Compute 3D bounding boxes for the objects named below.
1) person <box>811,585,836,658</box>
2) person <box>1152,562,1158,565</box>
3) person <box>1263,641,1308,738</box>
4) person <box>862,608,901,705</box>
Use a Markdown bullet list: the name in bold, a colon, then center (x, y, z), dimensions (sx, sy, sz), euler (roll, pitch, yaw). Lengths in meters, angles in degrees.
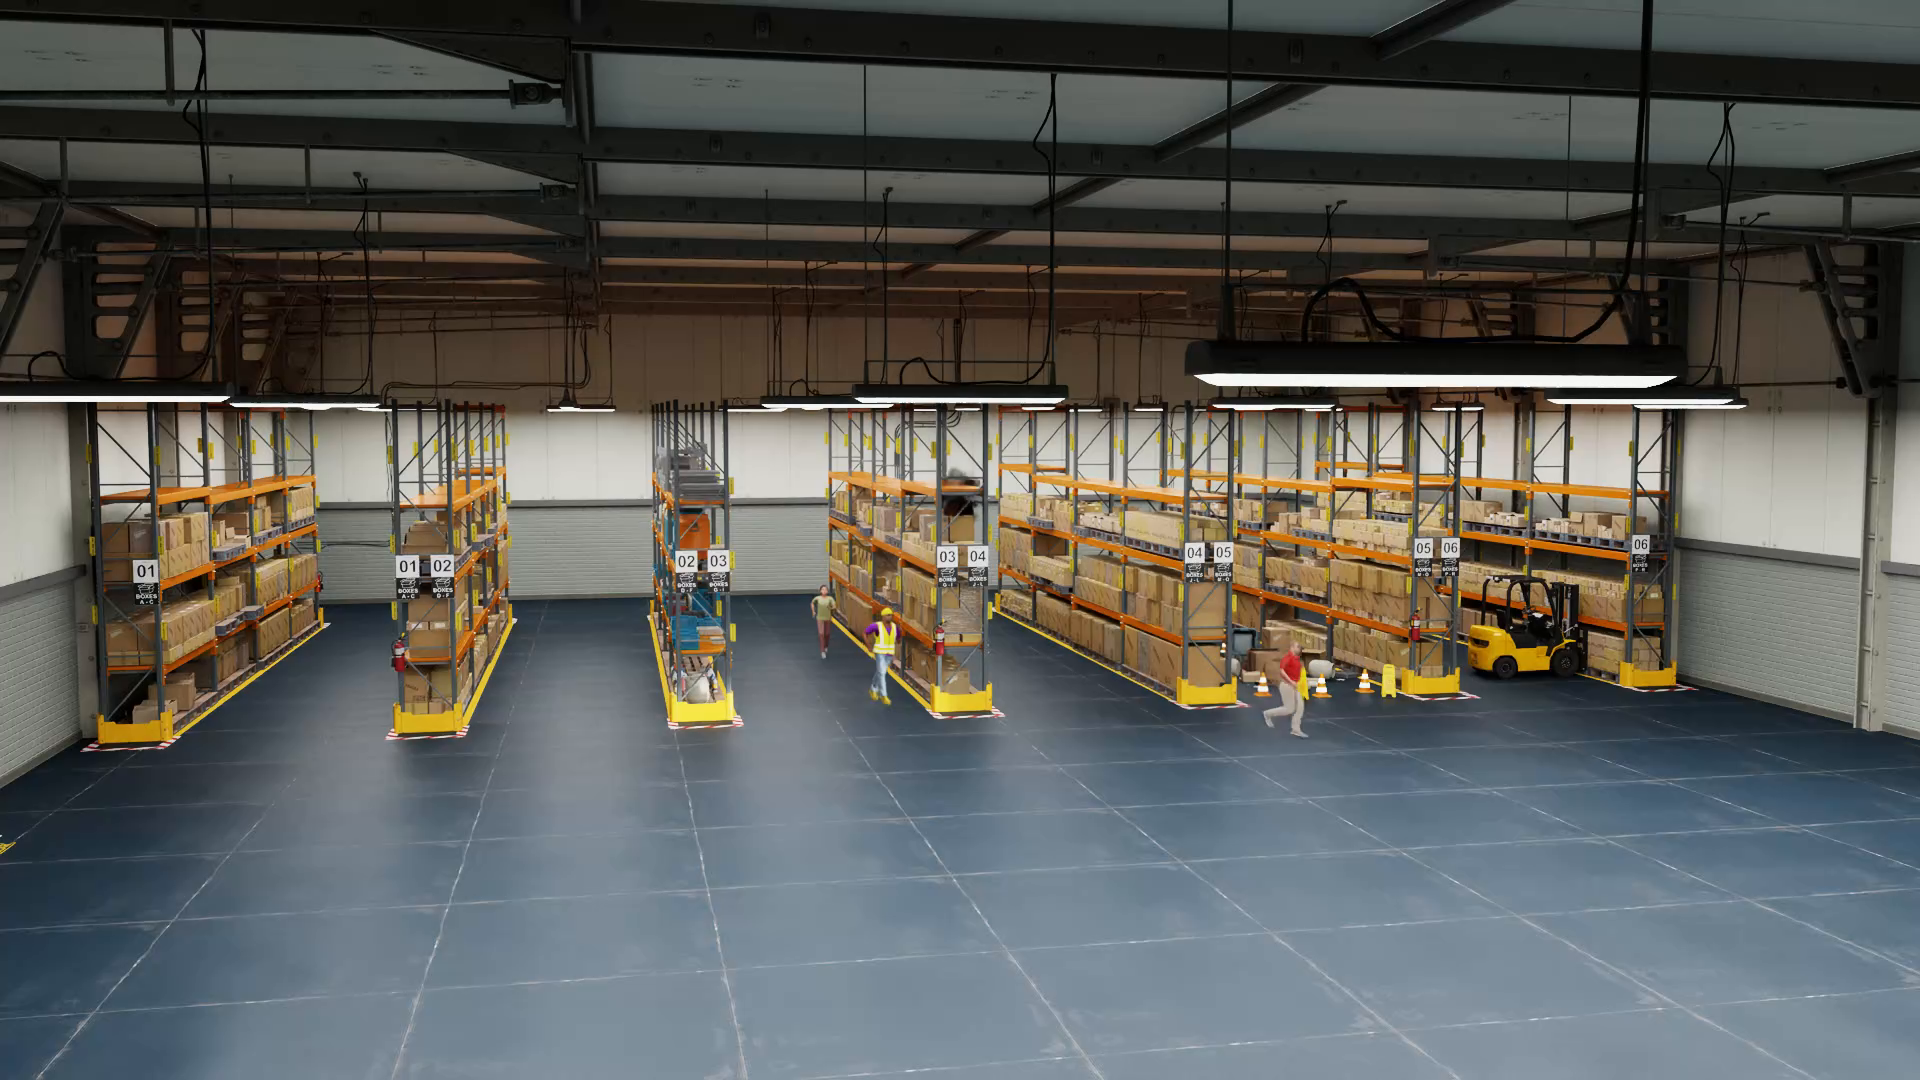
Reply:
- **person**: center (-3.208, 1.900, 39.333), dimensions (0.568, 1.678, 0.940), euler (-1, 4, -13)
- **person**: center (6.095, 1.043, 50.888), dimensions (0.794, 1.760, 0.703), euler (0, 4, 4)
- **person**: center (5.856, 2.651, 29.728), dimensions (0.825, 1.715, 0.688), euler (2, 5, 26)
- **person**: center (-1.417, 2.177, 31.586), dimensions (0.712, 1.774, 0.930), euler (-3, 5, -35)
